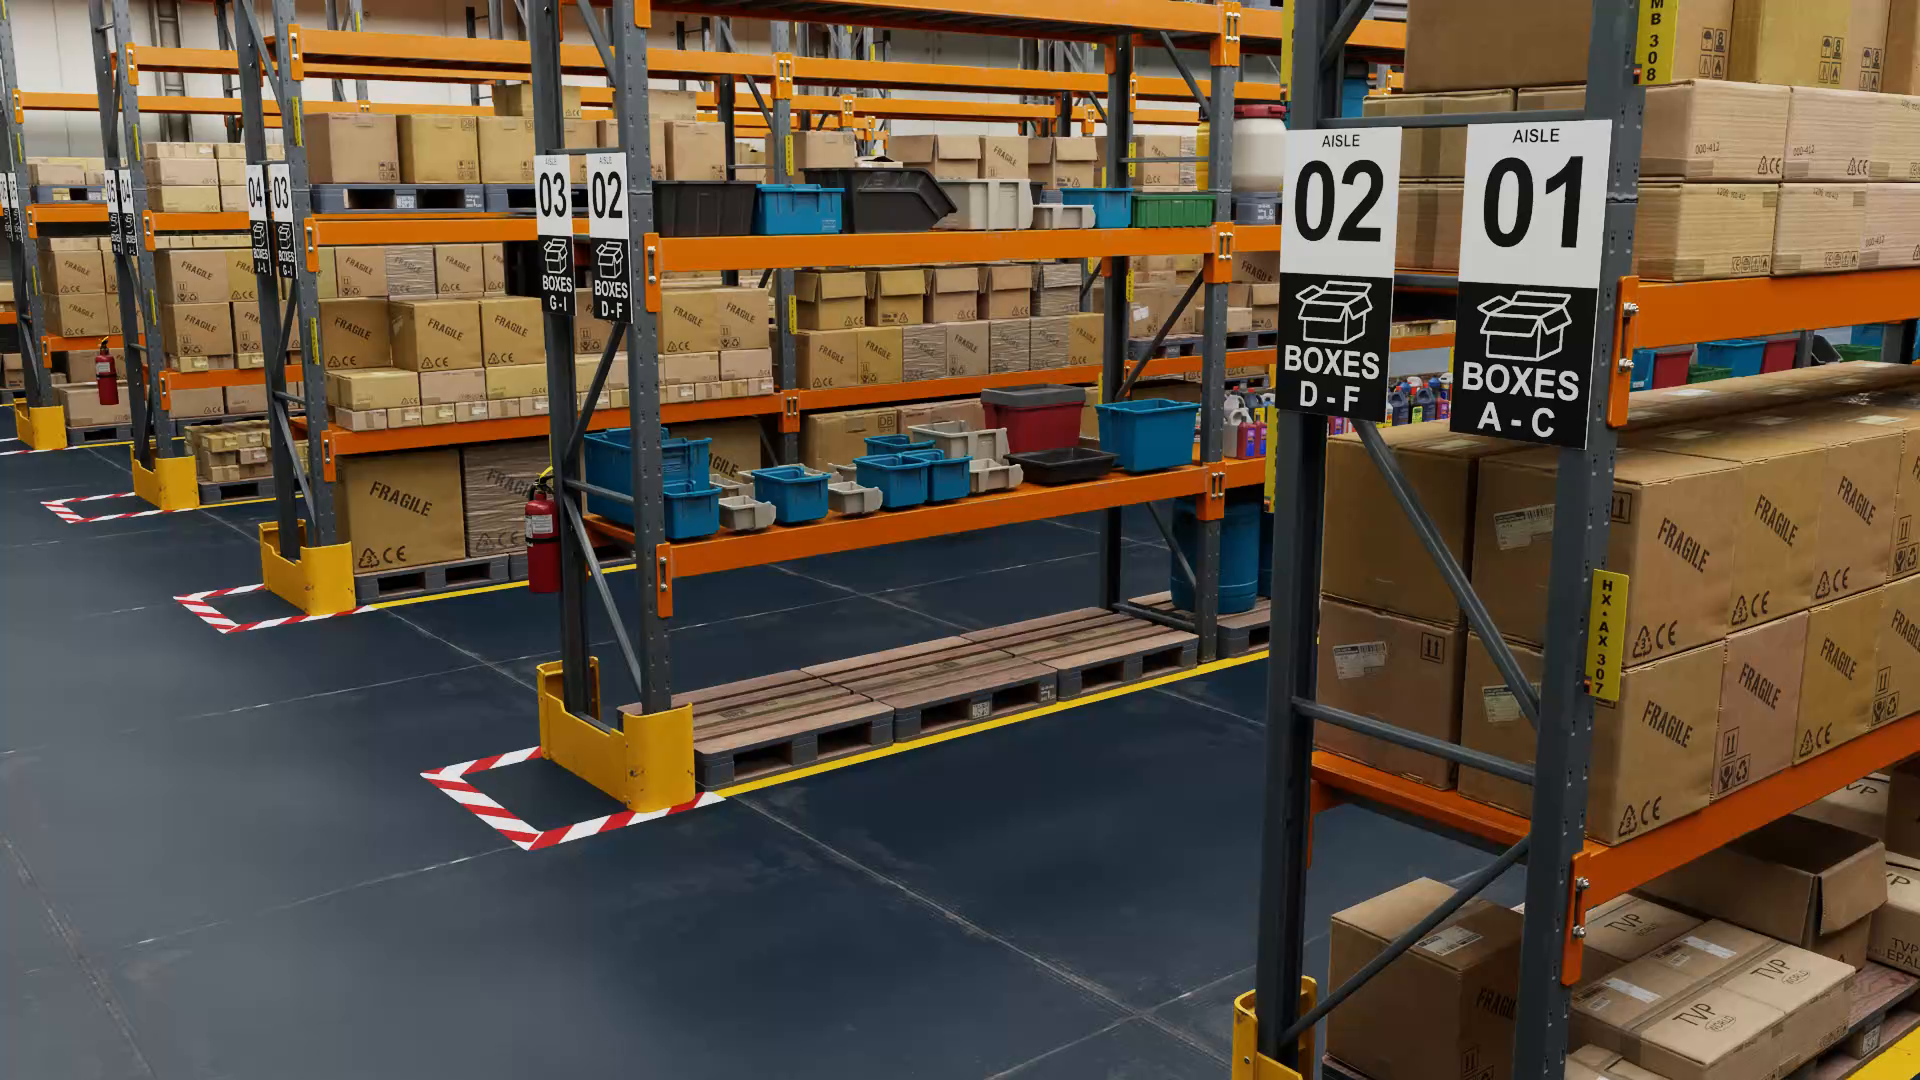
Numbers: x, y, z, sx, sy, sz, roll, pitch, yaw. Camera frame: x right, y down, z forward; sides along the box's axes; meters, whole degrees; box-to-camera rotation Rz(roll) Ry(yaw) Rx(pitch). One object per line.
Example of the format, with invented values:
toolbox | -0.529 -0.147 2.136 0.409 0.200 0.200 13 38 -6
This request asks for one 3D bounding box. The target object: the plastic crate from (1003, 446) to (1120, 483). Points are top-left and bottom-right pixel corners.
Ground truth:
plastic crate | 0.612 -0.453 10.060 0.590 0.125 0.437 -9 15 -38

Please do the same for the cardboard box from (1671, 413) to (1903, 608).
cardboard box | 2.595 -0.111 5.280 0.500 0.500 0.500 -9 15 -37

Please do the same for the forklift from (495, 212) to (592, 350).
forklift | -3.479 -1.775 15.930 1.130 2.935 3.031 12 17 43

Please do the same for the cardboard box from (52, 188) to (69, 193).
cardboard box | -12.885 -5.130 23.990 0.500 0.250 0.500 -10 16 -39

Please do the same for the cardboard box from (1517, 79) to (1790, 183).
cardboard box | 1.850 -1.087 4.464 0.500 0.250 0.500 -9 15 -38

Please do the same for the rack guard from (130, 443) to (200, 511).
rack guard | -7.859 -0.636 16.422 0.348 0.500 1.175 -9 15 -38

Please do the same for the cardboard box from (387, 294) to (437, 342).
cardboard box | -5.792 -2.323 17.389 0.500 0.500 0.500 -10 15 -38

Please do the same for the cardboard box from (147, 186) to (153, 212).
cardboard box | -7.729 -3.345 16.300 0.500 0.250 0.500 -10 15 -39

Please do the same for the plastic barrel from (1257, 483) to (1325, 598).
plastic barrel | 2.307 -0.086 11.854 0.708 0.901 0.600 -9 15 -38

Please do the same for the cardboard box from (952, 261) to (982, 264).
cardboard box | -0.123 -3.681 22.095 0.500 0.500 0.700 -10 15 -38

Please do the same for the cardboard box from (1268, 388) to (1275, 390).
cardboard box | 3.978 -1.505 19.454 0.500 0.500 0.700 -11 16 -42

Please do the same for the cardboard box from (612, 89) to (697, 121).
cardboard box | -2.514 -3.567 13.687 0.500 0.250 0.500 -11 16 -41

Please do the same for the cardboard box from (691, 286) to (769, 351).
cardboard box | -1.968 -1.887 14.132 0.500 0.500 0.500 -9 15 -36

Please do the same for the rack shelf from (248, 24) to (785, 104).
rack shelf | -3.337 -3.678 12.981 4.000 0.370 1.077 -9 15 -38

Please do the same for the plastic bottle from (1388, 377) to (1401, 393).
plastic bottle | 3.408 -1.136 13.036 0.133 0.283 0.061 -9 15 -38

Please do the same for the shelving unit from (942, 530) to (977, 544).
shelving unit | -0.006 -0.439 14.530 0.210 0.900 0.258 -9 15 -38

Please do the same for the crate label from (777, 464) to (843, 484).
crate label | -0.844 -0.339 9.496 0.243 0.136 0.396 -9 15 -38

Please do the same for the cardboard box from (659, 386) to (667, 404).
cardboard box | -2.613 -1.202 13.671 0.250 0.149 0.380 -9 15 -37

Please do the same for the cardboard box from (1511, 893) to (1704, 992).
cardboard box | 2.318 1.476 6.015 0.500 0.250 0.500 -9 15 -38

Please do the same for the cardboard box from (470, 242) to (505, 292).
cardboard box | -4.993 -2.947 17.922 0.500 0.500 0.500 -10 16 -40

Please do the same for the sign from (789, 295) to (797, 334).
sign | -1.428 -1.923 14.189 0.005 0.325 0.100 -9 15 -38

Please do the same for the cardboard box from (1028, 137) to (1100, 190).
cardboard box | 0.916 -3.702 16.361 0.637 0.503 0.797 -8 15 -34

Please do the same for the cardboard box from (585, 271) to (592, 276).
cardboard box | -5.479 -4.038 23.774 0.500 0.500 0.500 -9 15 -37

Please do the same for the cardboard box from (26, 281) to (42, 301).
cardboard box | -13.278 -3.596 23.989 0.500 0.250 0.500 -9 15 -37

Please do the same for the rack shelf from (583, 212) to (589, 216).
rack shelf | -3.234 -3.743 19.546 4.000 0.370 1.077 -9 15 -38

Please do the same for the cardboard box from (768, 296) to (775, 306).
cardboard box | -2.380 -2.876 19.827 0.250 0.149 0.380 -9 15 -38

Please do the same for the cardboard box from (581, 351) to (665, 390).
cardboard box | -2.758 -1.389 13.595 0.500 0.250 0.500 -9 15 -37

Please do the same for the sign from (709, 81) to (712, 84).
sign | -4.475 -8.345 29.822 0.005 0.325 0.100 -9 15 -38

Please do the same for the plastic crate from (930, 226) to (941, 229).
plastic crate | -0.347 -1.875 9.651 0.530 0.136 0.437 -9 15 -38

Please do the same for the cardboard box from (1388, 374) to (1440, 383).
cardboard box | 5.687 -1.786 20.824 0.500 0.500 0.500 -11 16 -43

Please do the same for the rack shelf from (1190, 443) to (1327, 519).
rack shelf | 2.880 -0.655 12.224 4.000 0.370 1.077 -9 15 -38

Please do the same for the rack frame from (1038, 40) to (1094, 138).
rack frame | 1.451 -6.341 22.826 0.127 3.000 1.000 -9 15 -38

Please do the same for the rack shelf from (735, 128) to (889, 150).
rack shelf | -3.262 -7.647 31.673 4.000 0.370 1.077 -9 15 -38

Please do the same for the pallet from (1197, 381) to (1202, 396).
pallet | 3.047 -2.288 24.894 1.213 0.211 1.003 -9 15 -38

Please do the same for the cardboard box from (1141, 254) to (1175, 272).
cardboard box | 2.625 -4.188 24.171 0.550 0.550 0.875 -9 15 -38

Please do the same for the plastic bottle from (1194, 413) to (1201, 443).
plastic bottle | 1.640 -0.781 11.562 0.097 0.201 0.097 0 12 0

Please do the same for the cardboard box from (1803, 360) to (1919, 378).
cardboard box | 3.866 -0.466 6.954 0.500 0.500 0.500 -9 15 -36

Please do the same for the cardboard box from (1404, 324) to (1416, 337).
cardboard box | 5.208 -2.512 19.844 0.250 0.149 0.380 -9 15 -38

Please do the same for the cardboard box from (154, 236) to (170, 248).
cardboard box | -9.839 -3.636 20.321 0.250 0.149 0.380 -9 15 -37

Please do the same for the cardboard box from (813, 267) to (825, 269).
cardboard box | -2.323 -4.434 26.322 0.500 0.500 0.500 -9 15 -37

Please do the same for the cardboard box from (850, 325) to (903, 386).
cardboard box | -0.868 -1.684 15.098 0.500 0.500 0.500 -9 15 -38

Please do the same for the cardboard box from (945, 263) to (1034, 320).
cardboard box | 0.256 -2.433 16.210 0.637 0.503 0.797 -9 15 -36

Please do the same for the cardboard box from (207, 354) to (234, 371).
cardboard box | -7.288 -1.755 16.277 0.250 0.149 0.380 -9 15 -36

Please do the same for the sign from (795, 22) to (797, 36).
sign | -2.021 -6.446 20.690 0.005 0.325 0.100 -9 15 -38

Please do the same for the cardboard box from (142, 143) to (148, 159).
cardboard box | -7.843 -3.774 16.155 0.250 0.149 0.380 -10 15 -38

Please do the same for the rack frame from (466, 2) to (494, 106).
rack frame | -7.947 -7.416 27.890 0.127 3.000 1.000 -9 15 -38

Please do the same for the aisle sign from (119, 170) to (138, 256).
aisle sign | -7.788 -3.063 15.573 0.004 0.787 0.394 -9 15 -38

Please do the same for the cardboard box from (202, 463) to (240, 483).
cardboard box | -7.310 -0.676 16.445 0.250 0.149 0.380 -9 15 -37

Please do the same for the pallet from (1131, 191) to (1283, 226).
pallet | 1.869 -2.240 11.189 1.003 0.211 1.213 -9 15 -38

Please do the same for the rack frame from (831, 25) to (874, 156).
rack frame | -1.720 -7.131 26.545 0.127 3.000 1.000 -9 15 -38

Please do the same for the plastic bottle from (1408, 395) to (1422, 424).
plastic bottle | 3.251 -0.898 11.918 0.133 0.283 0.061 -9 15 -38

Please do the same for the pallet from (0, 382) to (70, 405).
pallet | -13.513 -2.193 24.449 1.213 0.211 1.003 -9 15 -38

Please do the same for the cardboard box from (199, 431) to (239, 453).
cardboard box | -7.297 -0.964 16.368 0.250 0.149 0.380 -10 16 -40

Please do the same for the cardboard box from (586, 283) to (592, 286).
cardboard box | -4.395 -2.861 19.041 0.250 0.149 0.380 -10 16 -39

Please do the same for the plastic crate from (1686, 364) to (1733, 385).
plastic crate | 6.382 -1.410 14.558 0.662 0.188 0.450 -9 15 -38

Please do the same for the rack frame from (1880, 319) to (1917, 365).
rack frame | 4.410 0.056 7.141 0.127 3.000 1.000 -9 15 -38
